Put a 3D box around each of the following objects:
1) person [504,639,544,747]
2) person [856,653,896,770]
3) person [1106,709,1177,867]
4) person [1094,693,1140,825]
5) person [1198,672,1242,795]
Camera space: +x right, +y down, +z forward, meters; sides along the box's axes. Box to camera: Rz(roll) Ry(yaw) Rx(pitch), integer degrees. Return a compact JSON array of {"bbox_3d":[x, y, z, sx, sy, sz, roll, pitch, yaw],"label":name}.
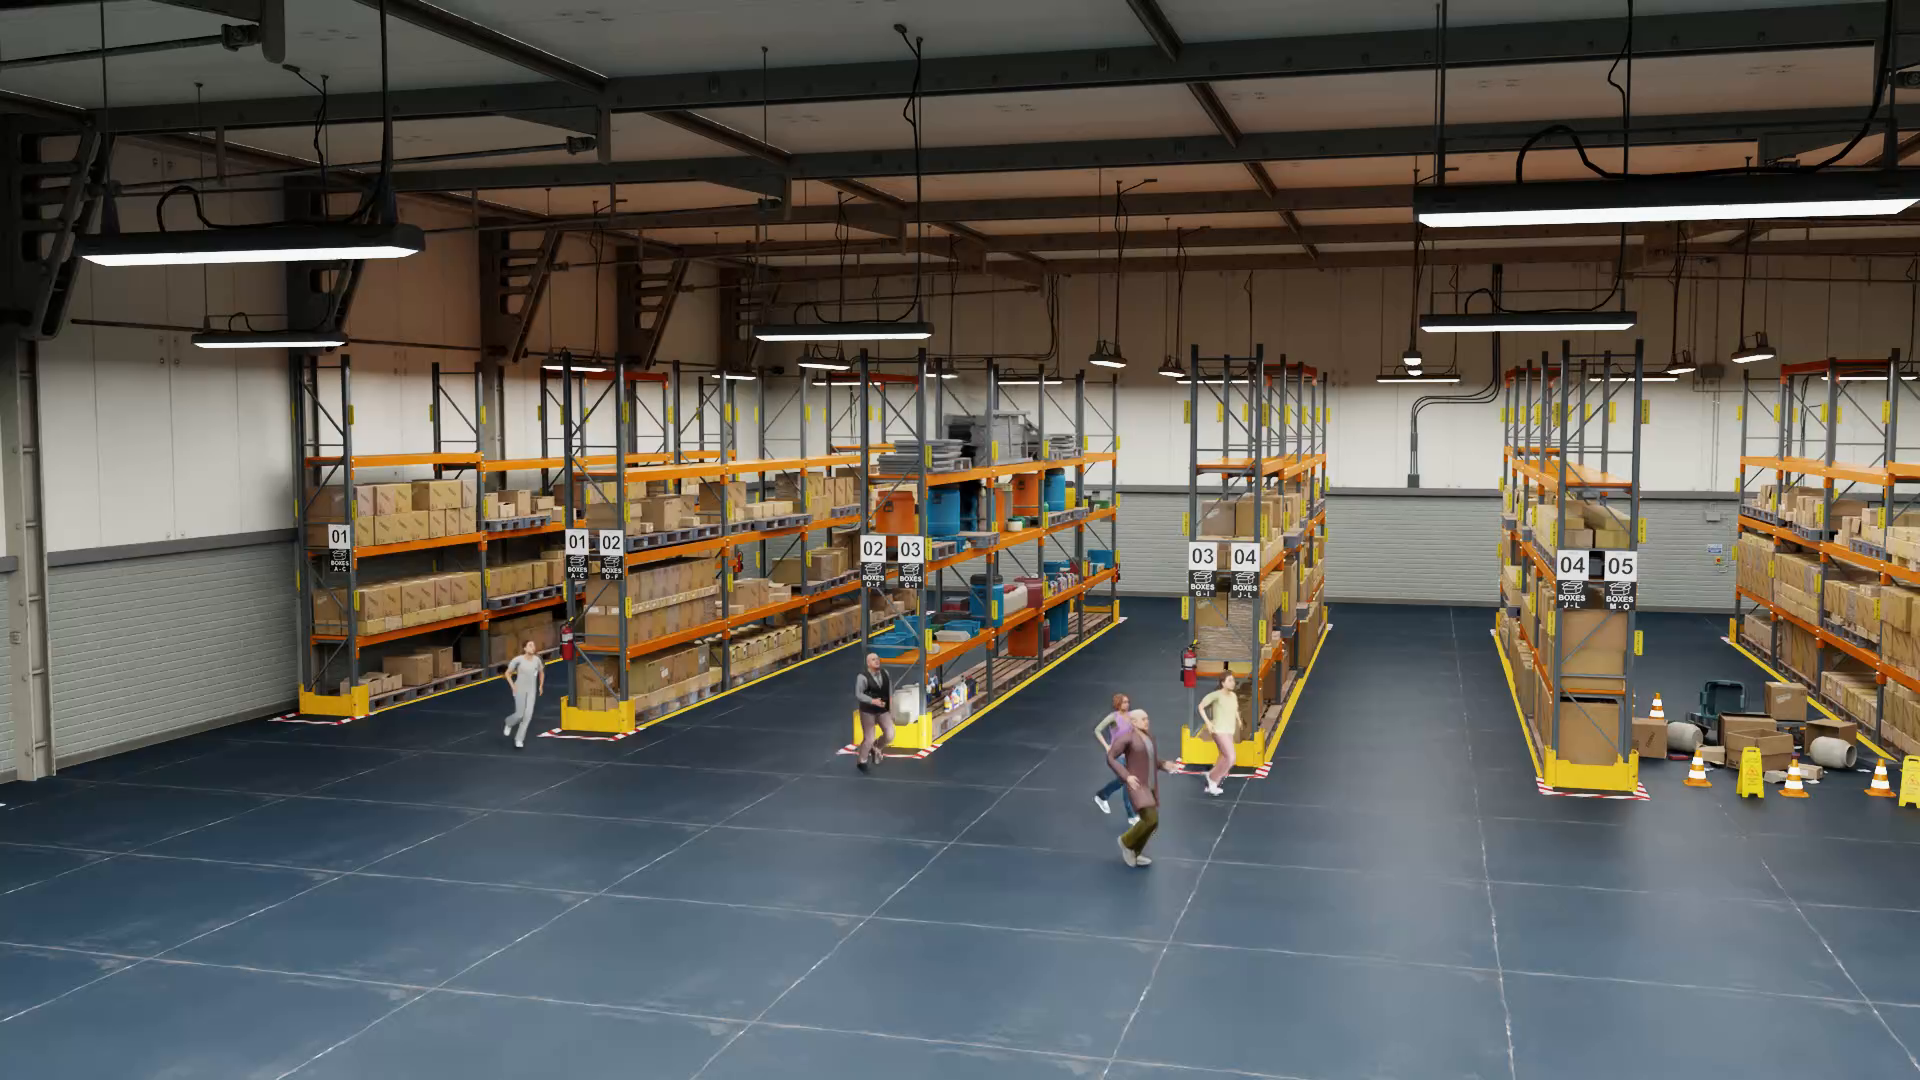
[{"bbox_3d":[-6.594,2.329,25.321,0.606,1.542,0.665,-3,5,-36],"label":"person"},{"bbox_3d":[-1.162,2.409,23.267,0.679,1.672,0.753,-3,5,-31],"label":"person"},{"bbox_3d":[2.048,2.749,18.352,0.642,1.745,0.695,4,6,41],"label":"person"},{"bbox_3d":[1.962,2.658,20.335,0.890,1.590,0.534,4,6,44],"label":"person"},{"bbox_3d":[3.463,2.550,21.848,0.584,1.608,0.541,-4,6,-39],"label":"person"}]
